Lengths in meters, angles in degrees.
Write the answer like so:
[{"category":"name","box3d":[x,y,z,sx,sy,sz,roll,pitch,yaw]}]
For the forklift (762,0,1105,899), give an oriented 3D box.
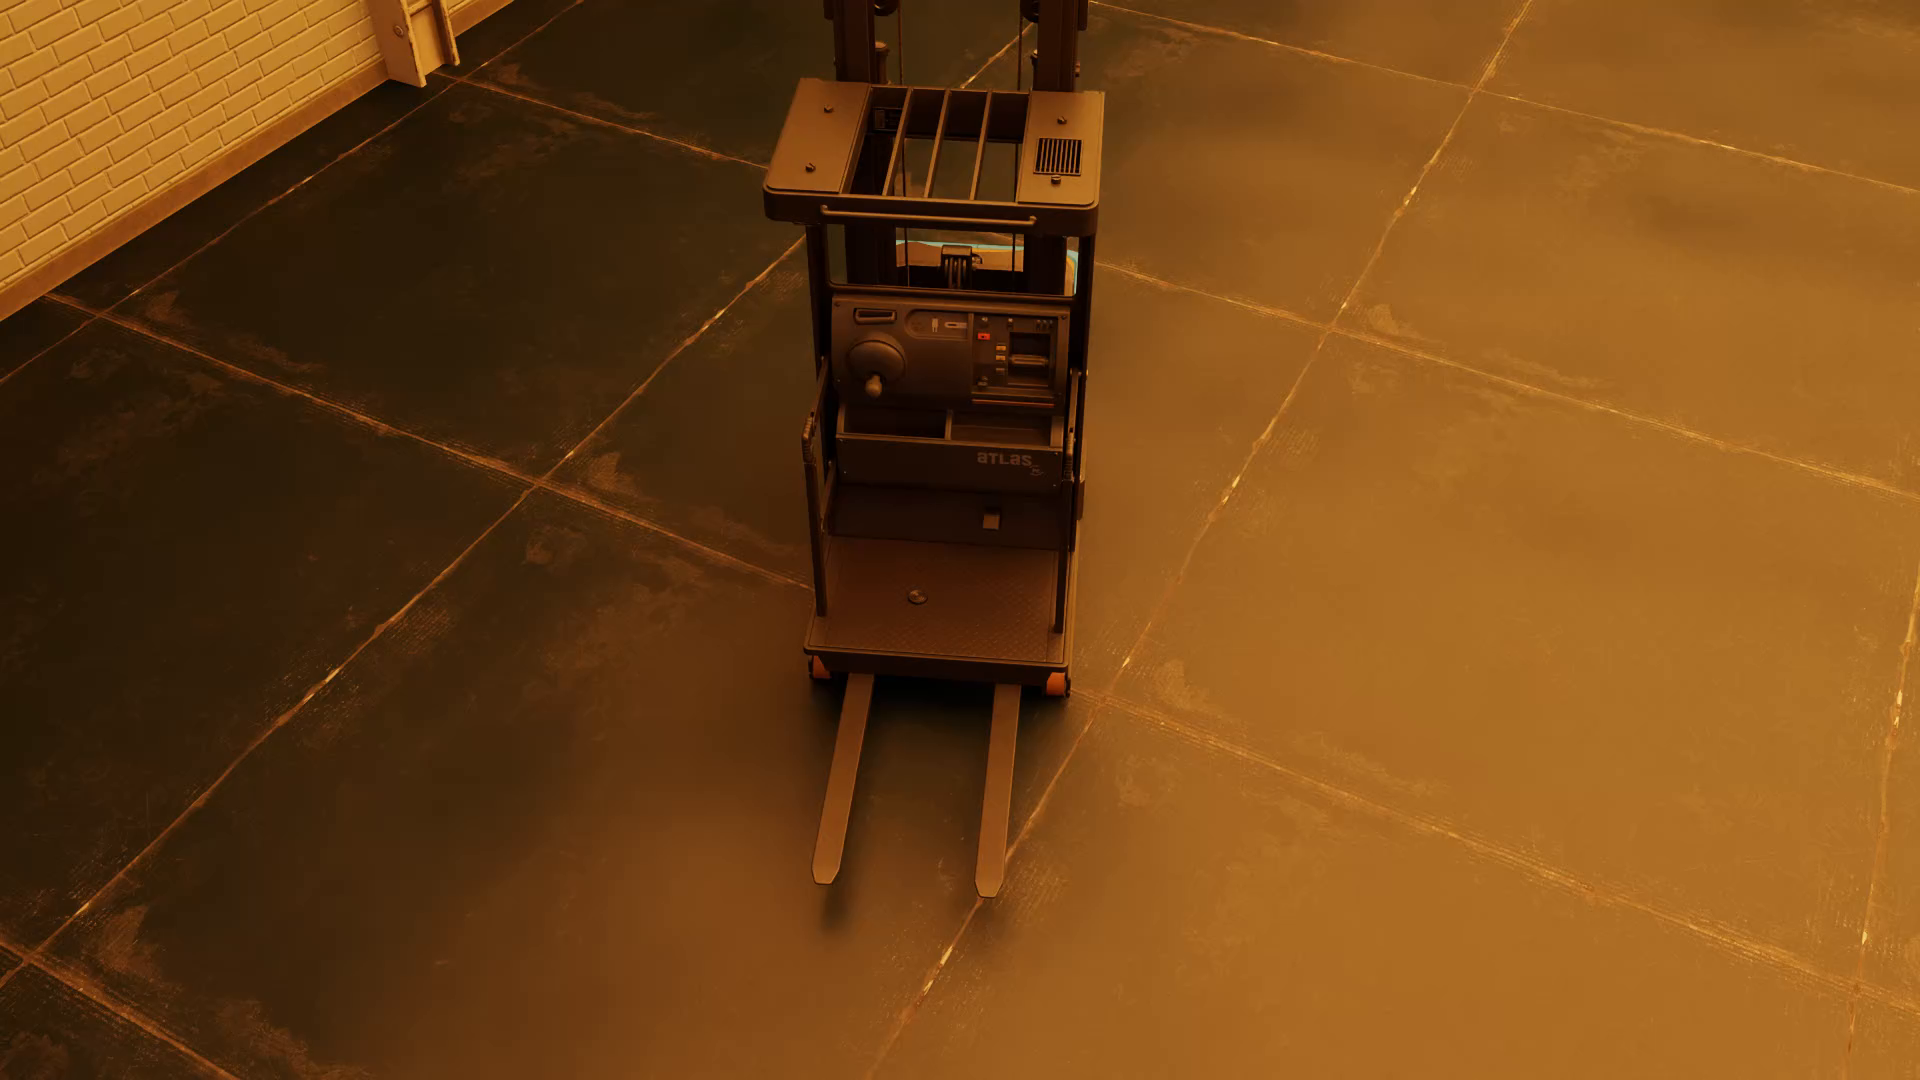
[{"category":"forklift","box3d":[-0.059,-0.651,6.345,1.130,2.935,3.031,4,43,4]}]
